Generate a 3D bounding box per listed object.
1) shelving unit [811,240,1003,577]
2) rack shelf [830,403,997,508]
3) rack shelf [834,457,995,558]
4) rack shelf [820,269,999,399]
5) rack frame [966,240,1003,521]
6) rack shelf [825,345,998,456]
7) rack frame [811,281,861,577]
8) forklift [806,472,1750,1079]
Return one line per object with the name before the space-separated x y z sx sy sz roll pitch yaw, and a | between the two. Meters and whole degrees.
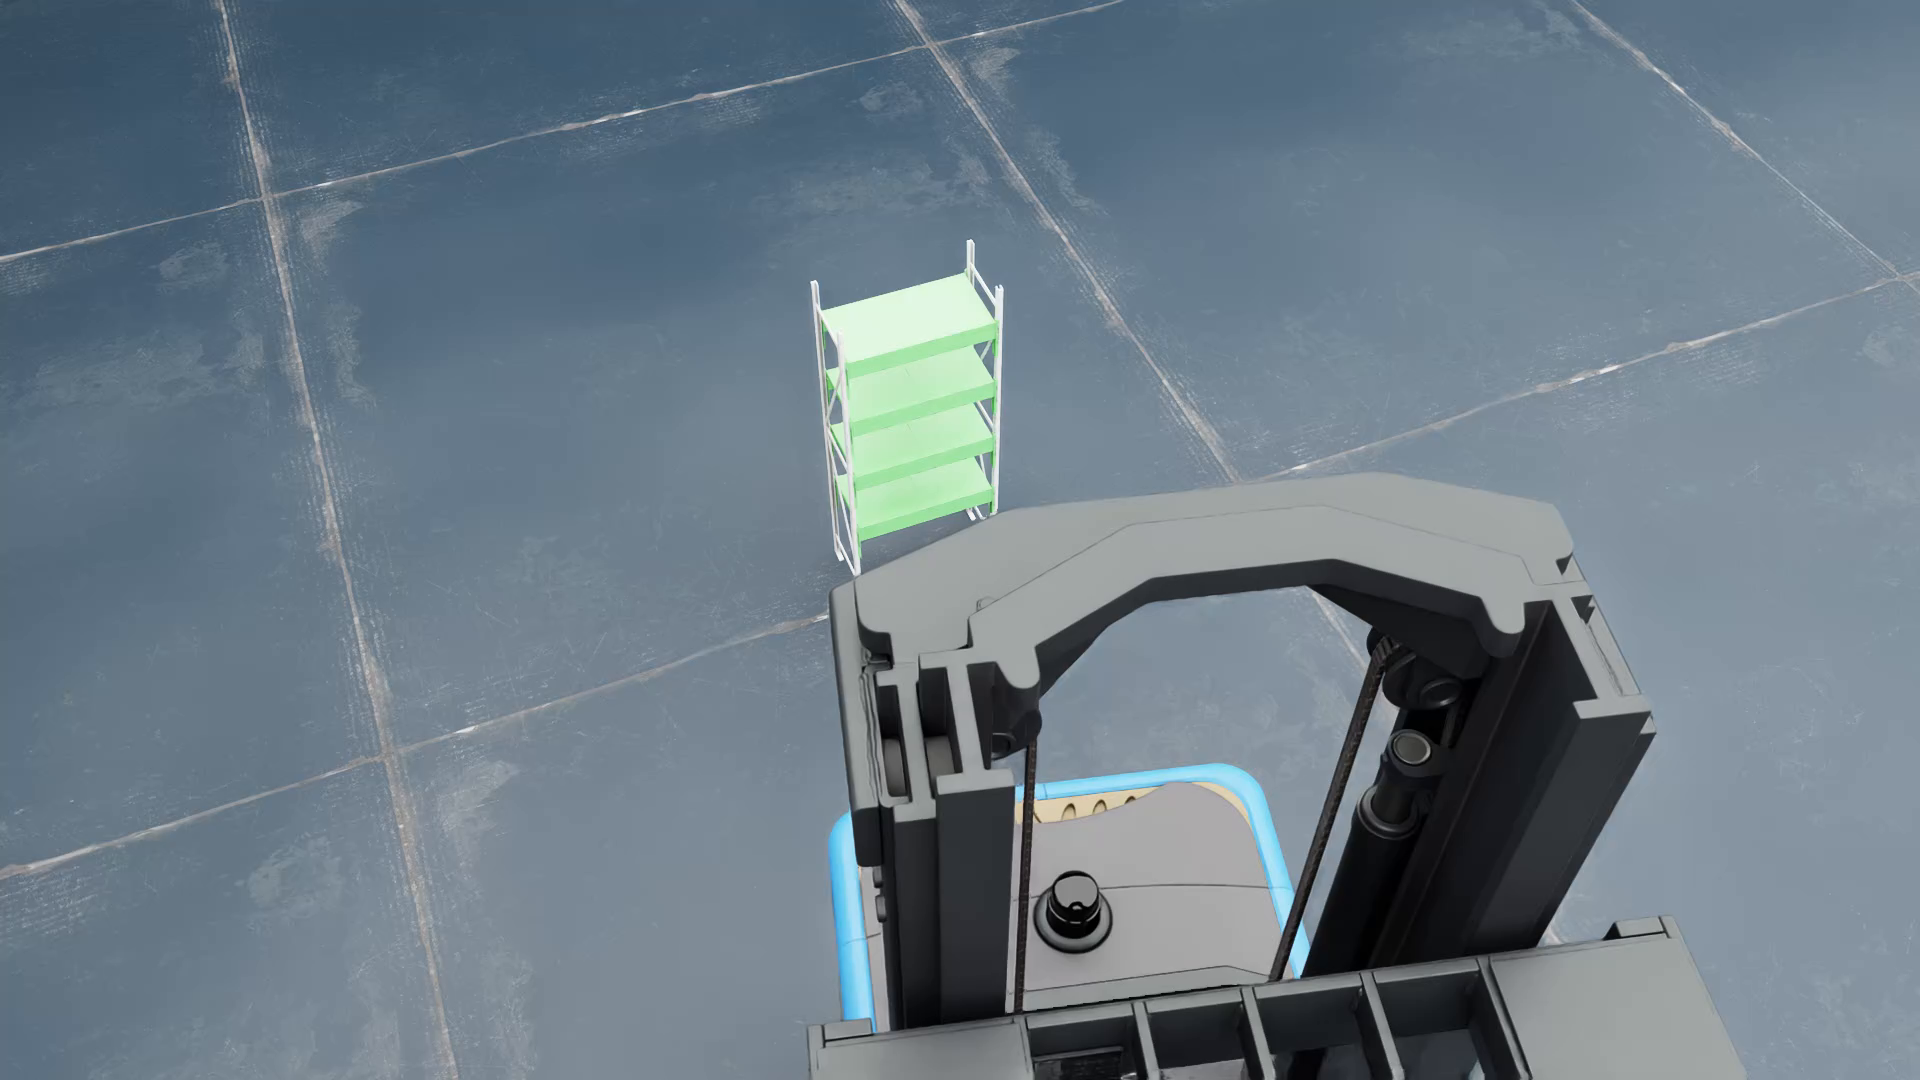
shelving unit | -0.153 -0.343 5.254 0.503 1.200 0.258 -17 52 -14
rack shelf | -0.153 -0.302 5.303 0.480 0.148 0.258 -17 52 -14
rack shelf | -0.153 -0.145 5.485 0.480 0.148 0.258 -17 52 -14
rack shelf | -0.153 -0.615 4.938 0.480 0.148 0.258 -17 52 -14
rack frame | 0.073 -0.413 5.314 0.015 1.200 0.240 -17 52 -14
rack shelf | -0.153 -0.458 5.120 0.480 0.148 0.258 -17 52 -14
rack frame | -0.379 -0.273 5.194 0.015 1.200 0.240 -17 52 -14
forklift | 0.395 1.420 2.598 1.130 2.935 3.031 -6 50 -5
